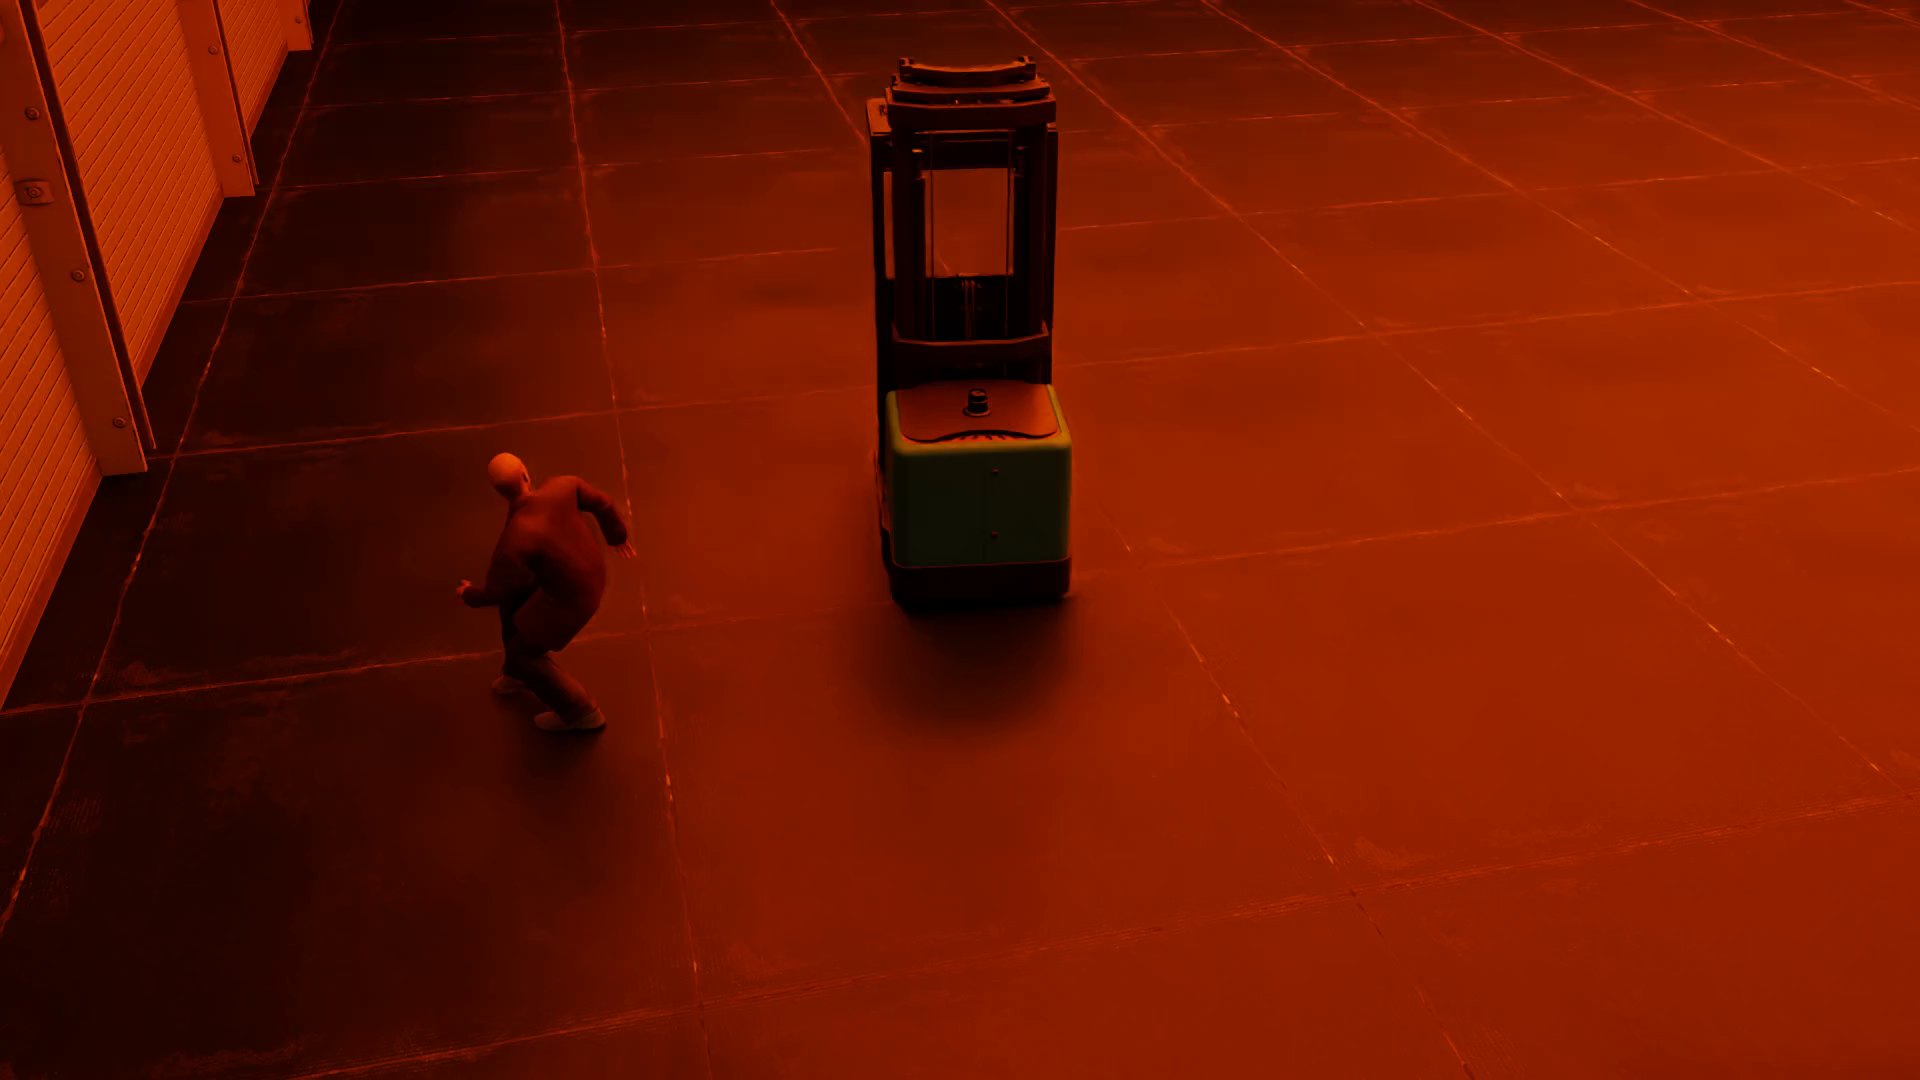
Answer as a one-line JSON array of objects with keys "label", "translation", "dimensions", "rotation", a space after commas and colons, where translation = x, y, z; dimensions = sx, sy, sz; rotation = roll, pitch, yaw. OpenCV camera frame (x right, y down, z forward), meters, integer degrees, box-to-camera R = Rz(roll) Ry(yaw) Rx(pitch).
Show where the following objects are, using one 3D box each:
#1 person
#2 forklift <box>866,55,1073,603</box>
[{"label": "person", "translation": [-2.188, 0.210, 8.608], "dimensions": [0.801, 1.570, 0.808], "rotation": [6, 31, 10]}, {"label": "forklift", "translation": [0.004, -1.610, 10.355], "dimensions": [1.130, 2.935, 3.031], "rotation": [-3, 30, -4]}]
